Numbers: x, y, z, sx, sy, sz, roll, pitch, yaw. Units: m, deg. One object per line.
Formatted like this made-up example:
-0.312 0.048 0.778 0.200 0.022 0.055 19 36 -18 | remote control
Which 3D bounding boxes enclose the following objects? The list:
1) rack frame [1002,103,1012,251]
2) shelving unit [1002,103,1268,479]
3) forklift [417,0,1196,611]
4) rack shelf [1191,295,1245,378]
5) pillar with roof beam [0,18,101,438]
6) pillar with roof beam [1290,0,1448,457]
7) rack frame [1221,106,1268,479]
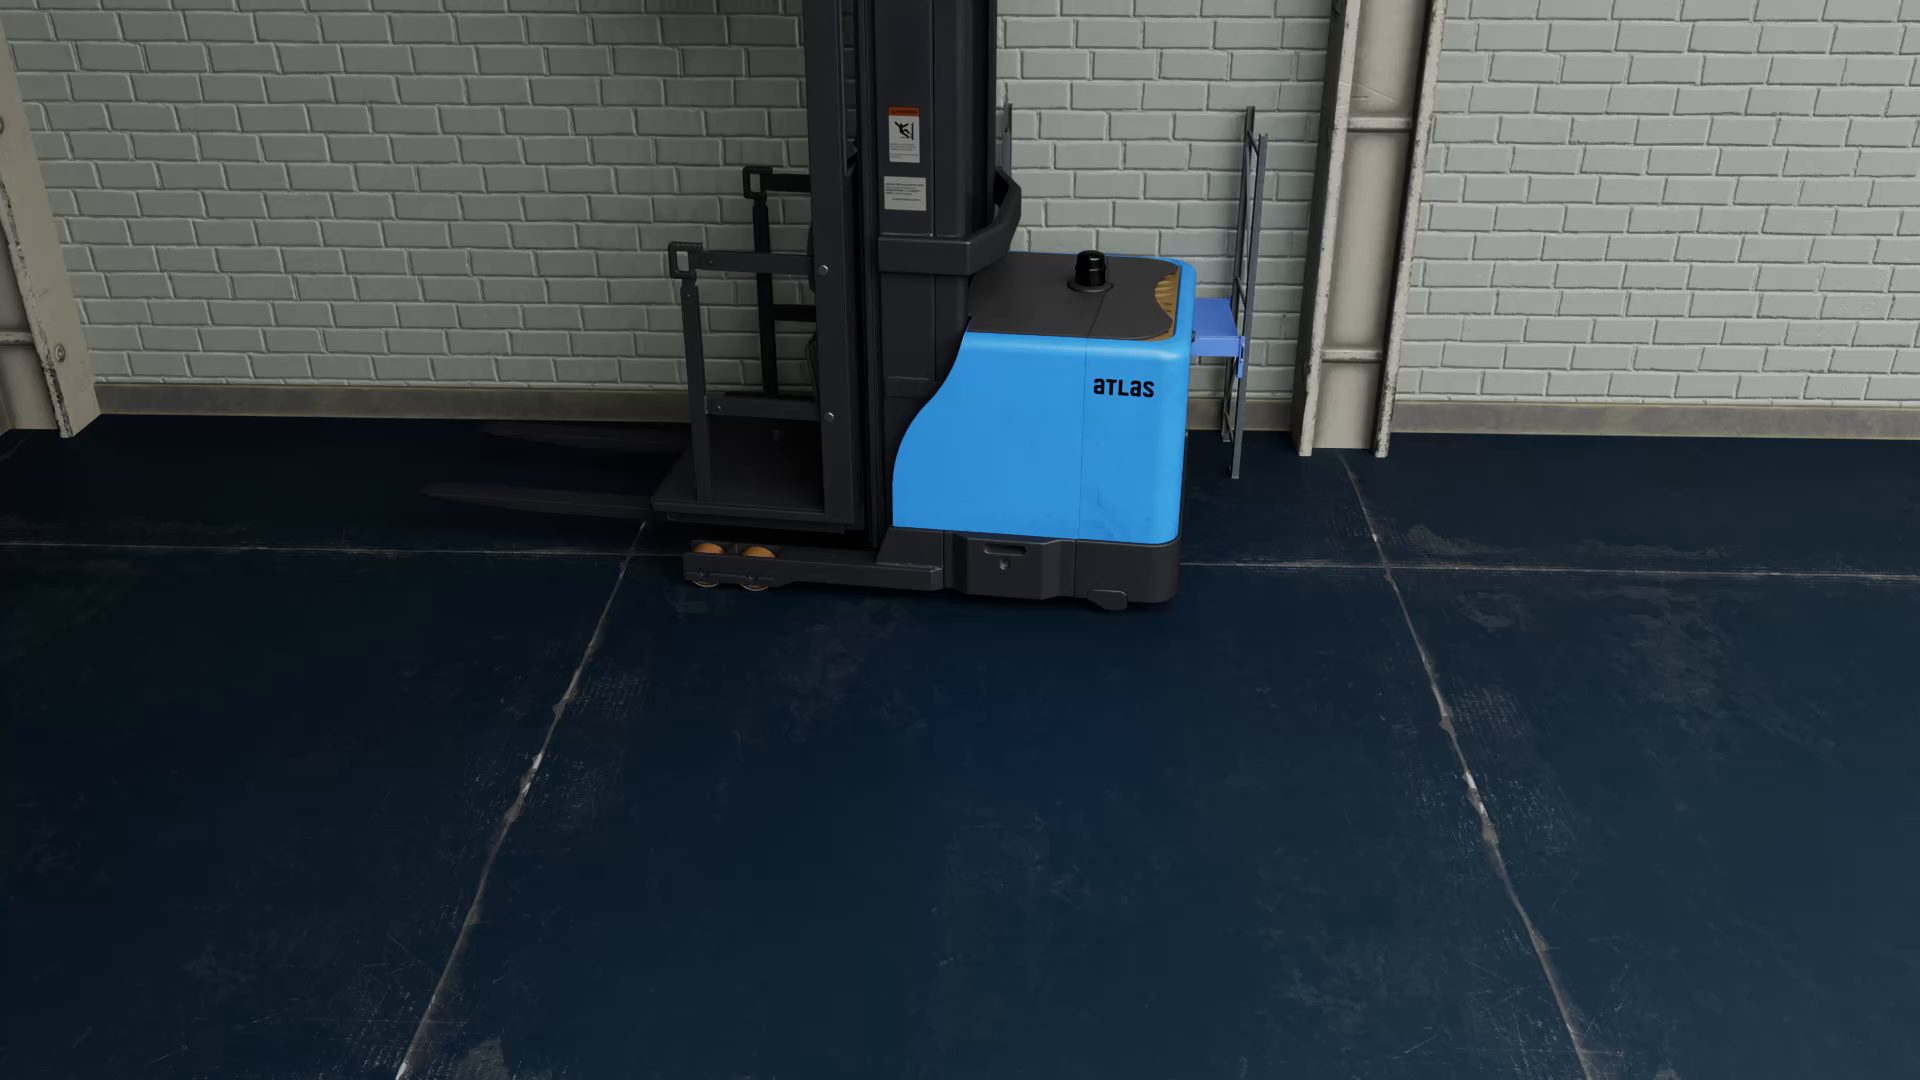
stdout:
0.195 -1.066 7.160 0.032 1.500 0.500 1 28 2 | rack frame
0.702 -1.056 7.140 1.048 1.500 0.538 1 28 2 | shelving unit
-0.622 -1.339 6.146 3.031 2.935 1.130 4 28 8 | forklift
0.702 -0.897 7.224 1.000 0.185 0.538 1 28 2 | rack shelf
-4.426 -2.507 1.871 0.400 9.000 9.100 1 28 2 | pillar with roof beam
1.571 -2.408 1.684 0.400 9.000 9.100 1 28 2 | pillar with roof beam
1.210 -1.045 7.119 0.032 1.500 0.500 1 28 2 | rack frame
